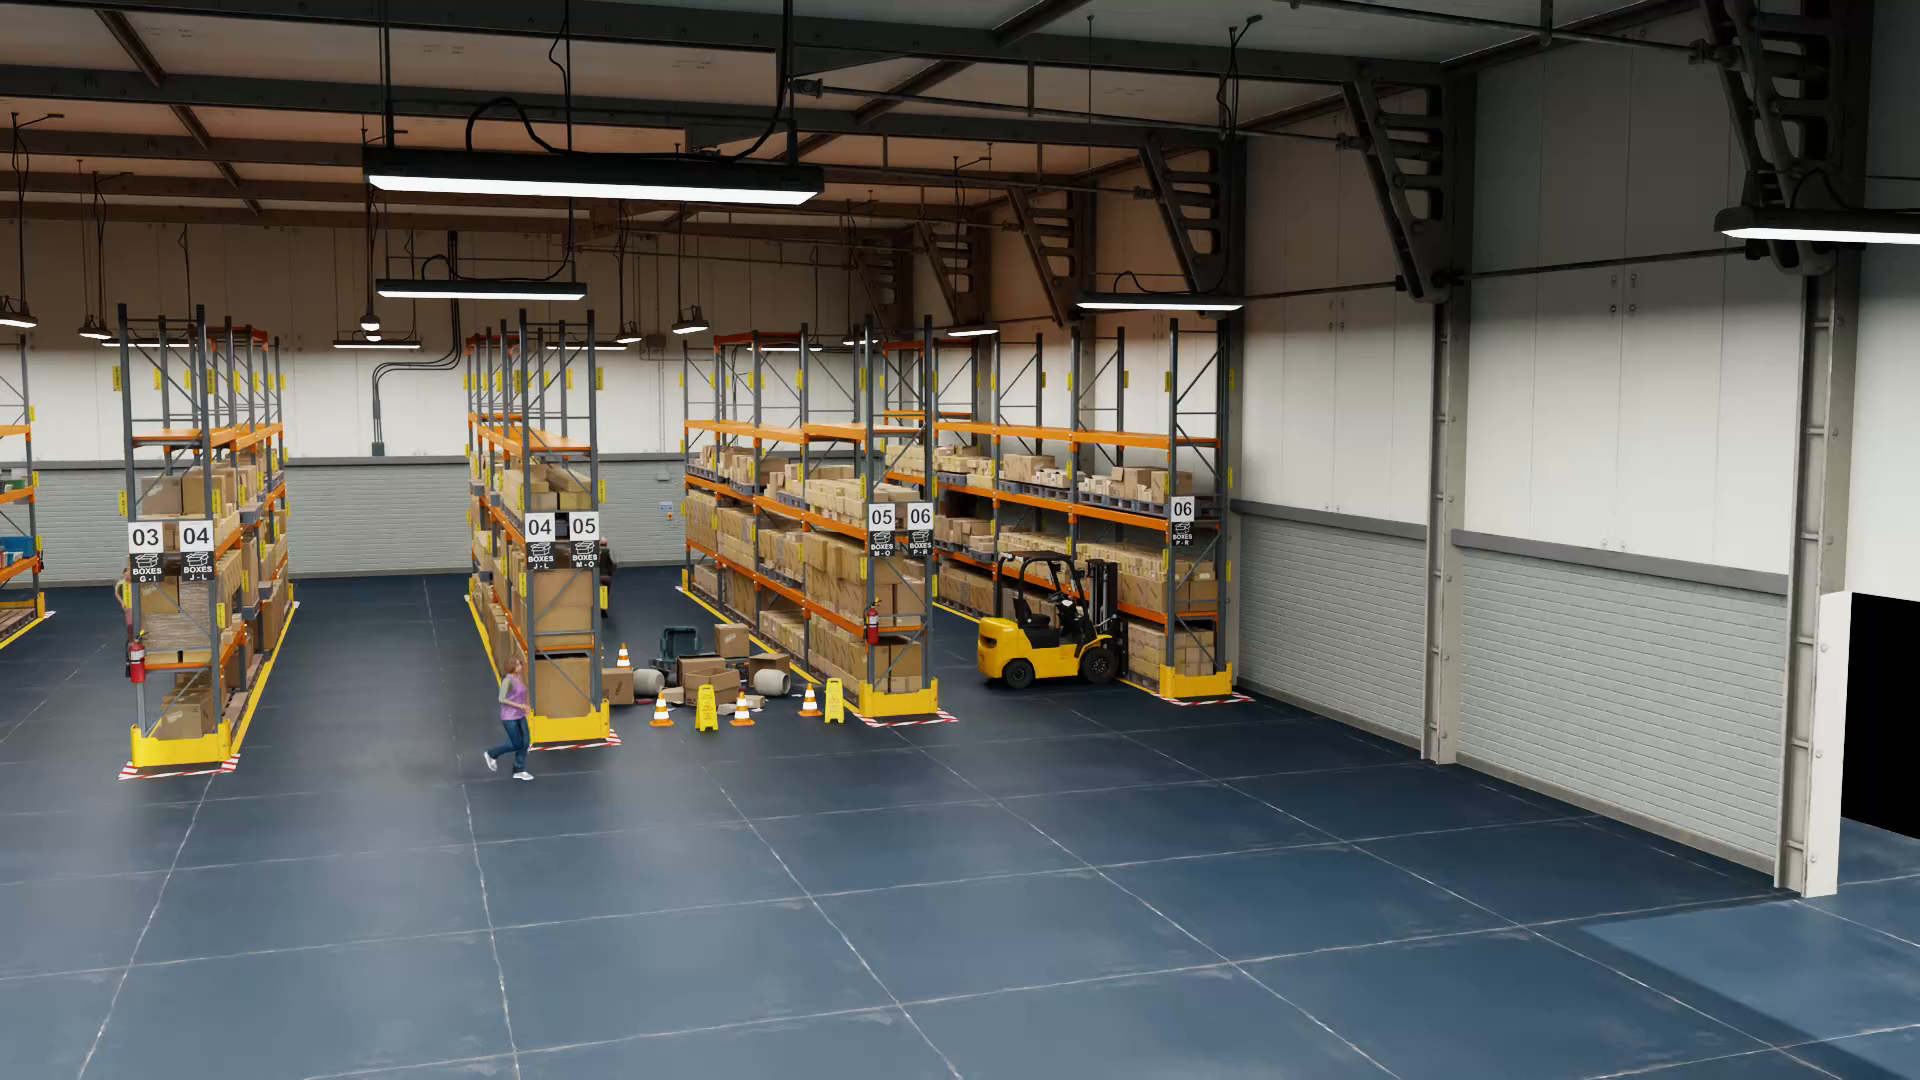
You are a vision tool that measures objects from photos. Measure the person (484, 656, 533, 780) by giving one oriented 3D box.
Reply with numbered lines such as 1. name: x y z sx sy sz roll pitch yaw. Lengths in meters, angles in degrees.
1. person: -5.668 2.238 20.954 0.666 1.561 0.533 1 6 14

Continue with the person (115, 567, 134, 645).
1. person: -15.735 1.248 31.591 0.600 1.532 0.805 -5 7 -40

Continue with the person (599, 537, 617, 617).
1. person: -7.562 0.823 35.110 0.650 1.747 0.817 -1 6 -11
